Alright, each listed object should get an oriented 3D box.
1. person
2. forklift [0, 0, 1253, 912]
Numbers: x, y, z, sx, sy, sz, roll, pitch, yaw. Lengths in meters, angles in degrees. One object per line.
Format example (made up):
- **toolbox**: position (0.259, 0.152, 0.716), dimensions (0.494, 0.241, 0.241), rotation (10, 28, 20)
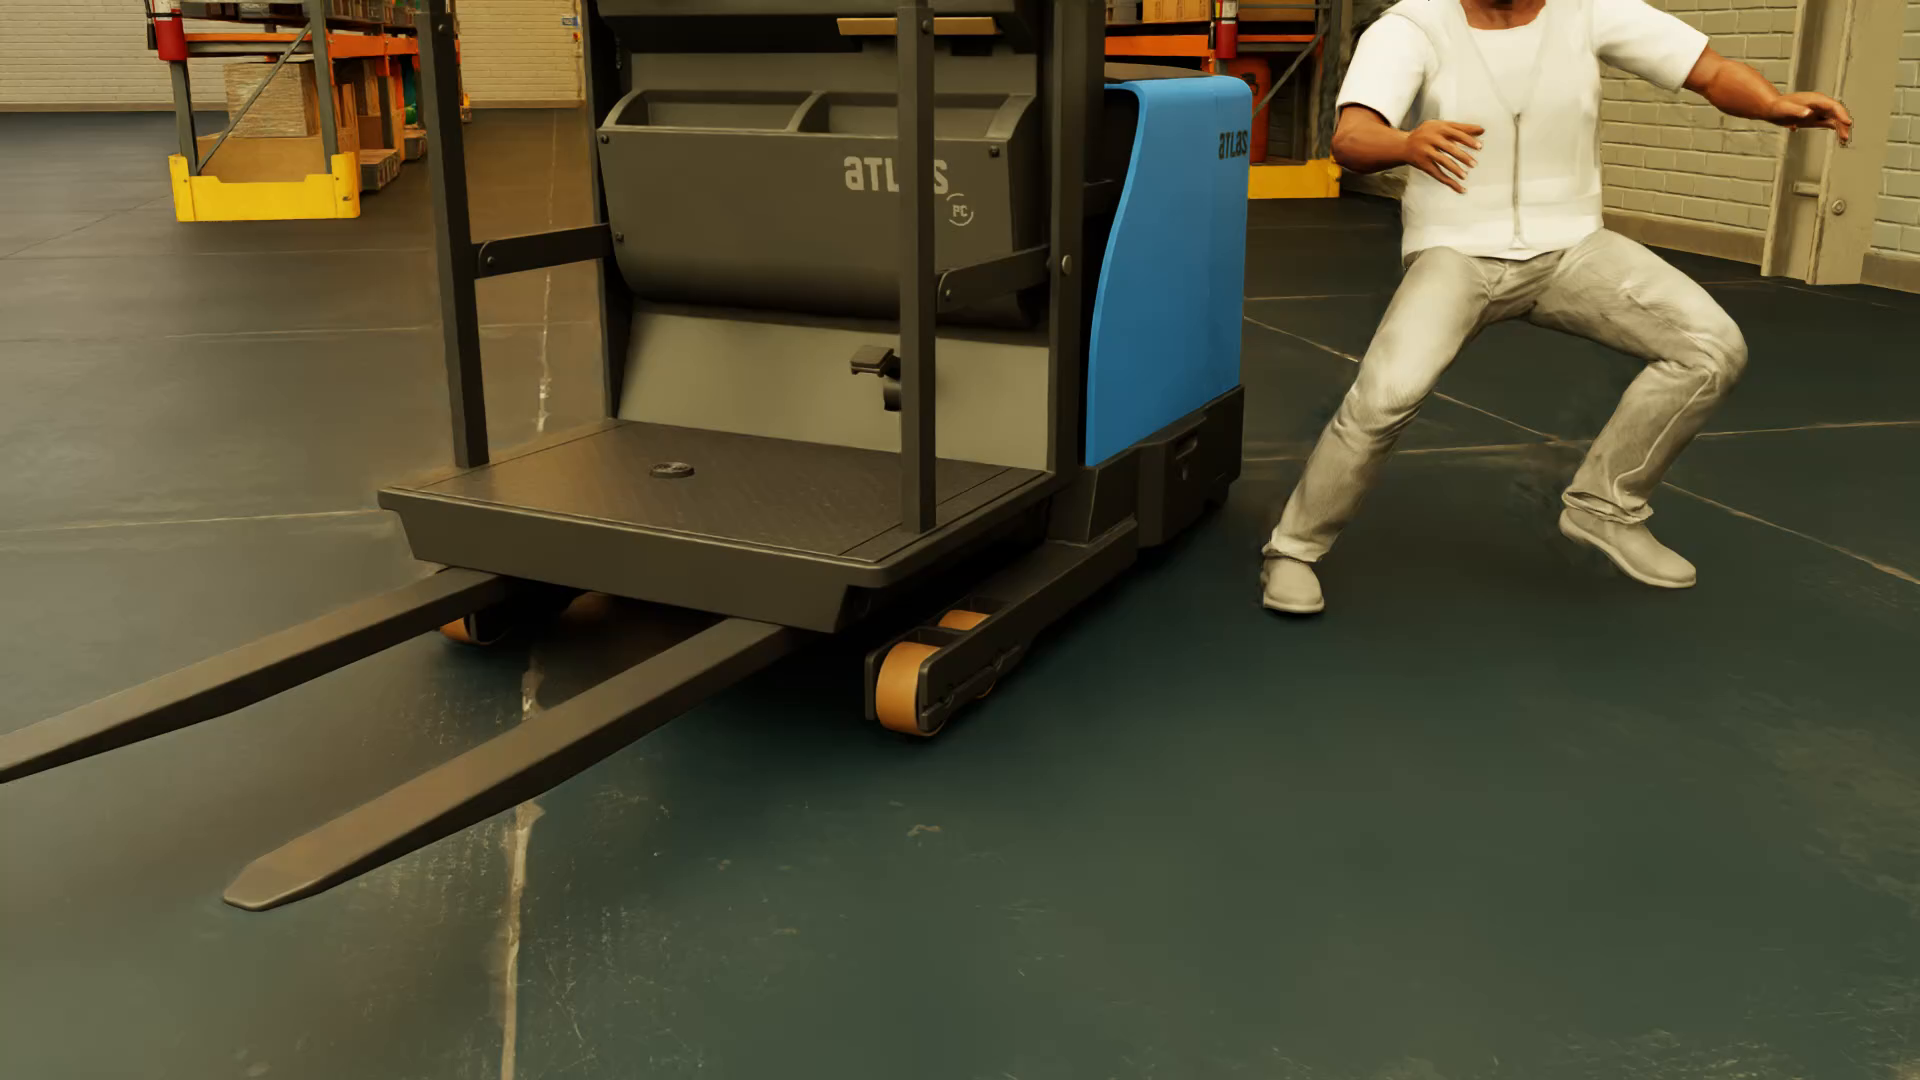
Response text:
- **person**: position (1.159, -0.608, 3.372), dimensions (1.022, 1.534, 0.782), rotation (1, 17, 5)
- **forklift**: position (-0.389, -1.208, 2.933), dimensions (1.130, 2.935, 3.031), rotation (8, 18, 26)
